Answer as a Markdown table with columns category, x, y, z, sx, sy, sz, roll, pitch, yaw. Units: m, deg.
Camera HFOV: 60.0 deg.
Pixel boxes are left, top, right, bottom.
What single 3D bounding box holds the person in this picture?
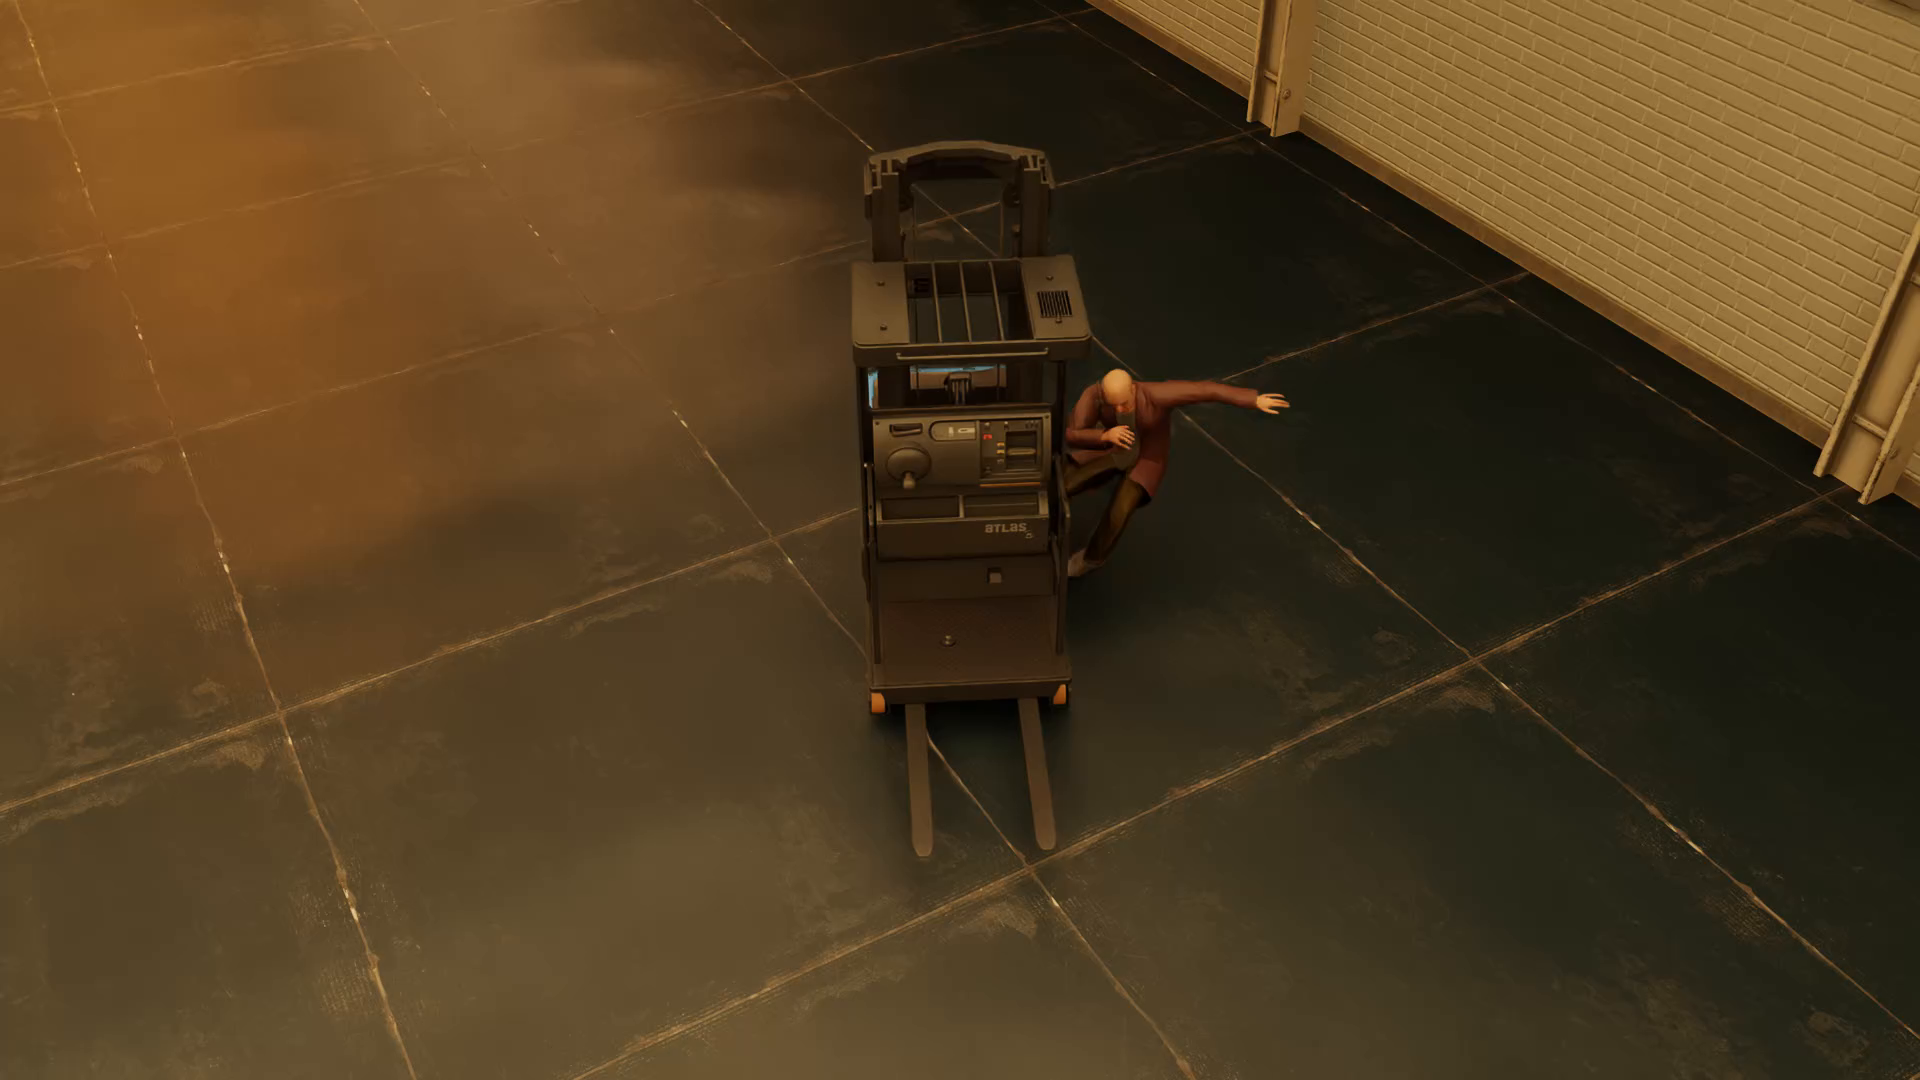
| category | x | y | z | sx | sy | sz | roll | pitch | yaw |
| --- | --- | --- | --- | --- | --- | --- | --- | --- | --- |
| person | 1.068 | -0.369 | 9.701 | 1.463 | 1.431 | 0.748 | 15 | 42 | 18 |

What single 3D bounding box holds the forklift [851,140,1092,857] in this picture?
| category | x | y | z | sx | sy | sz | roll | pitch | yaw |
| --- | --- | --- | --- | --- | --- | --- | --- | --- | --- |
| forklift | 0.029 | -0.390 | 8.507 | 1.130 | 2.935 | 3.031 | -2 | 40 | -3 |
